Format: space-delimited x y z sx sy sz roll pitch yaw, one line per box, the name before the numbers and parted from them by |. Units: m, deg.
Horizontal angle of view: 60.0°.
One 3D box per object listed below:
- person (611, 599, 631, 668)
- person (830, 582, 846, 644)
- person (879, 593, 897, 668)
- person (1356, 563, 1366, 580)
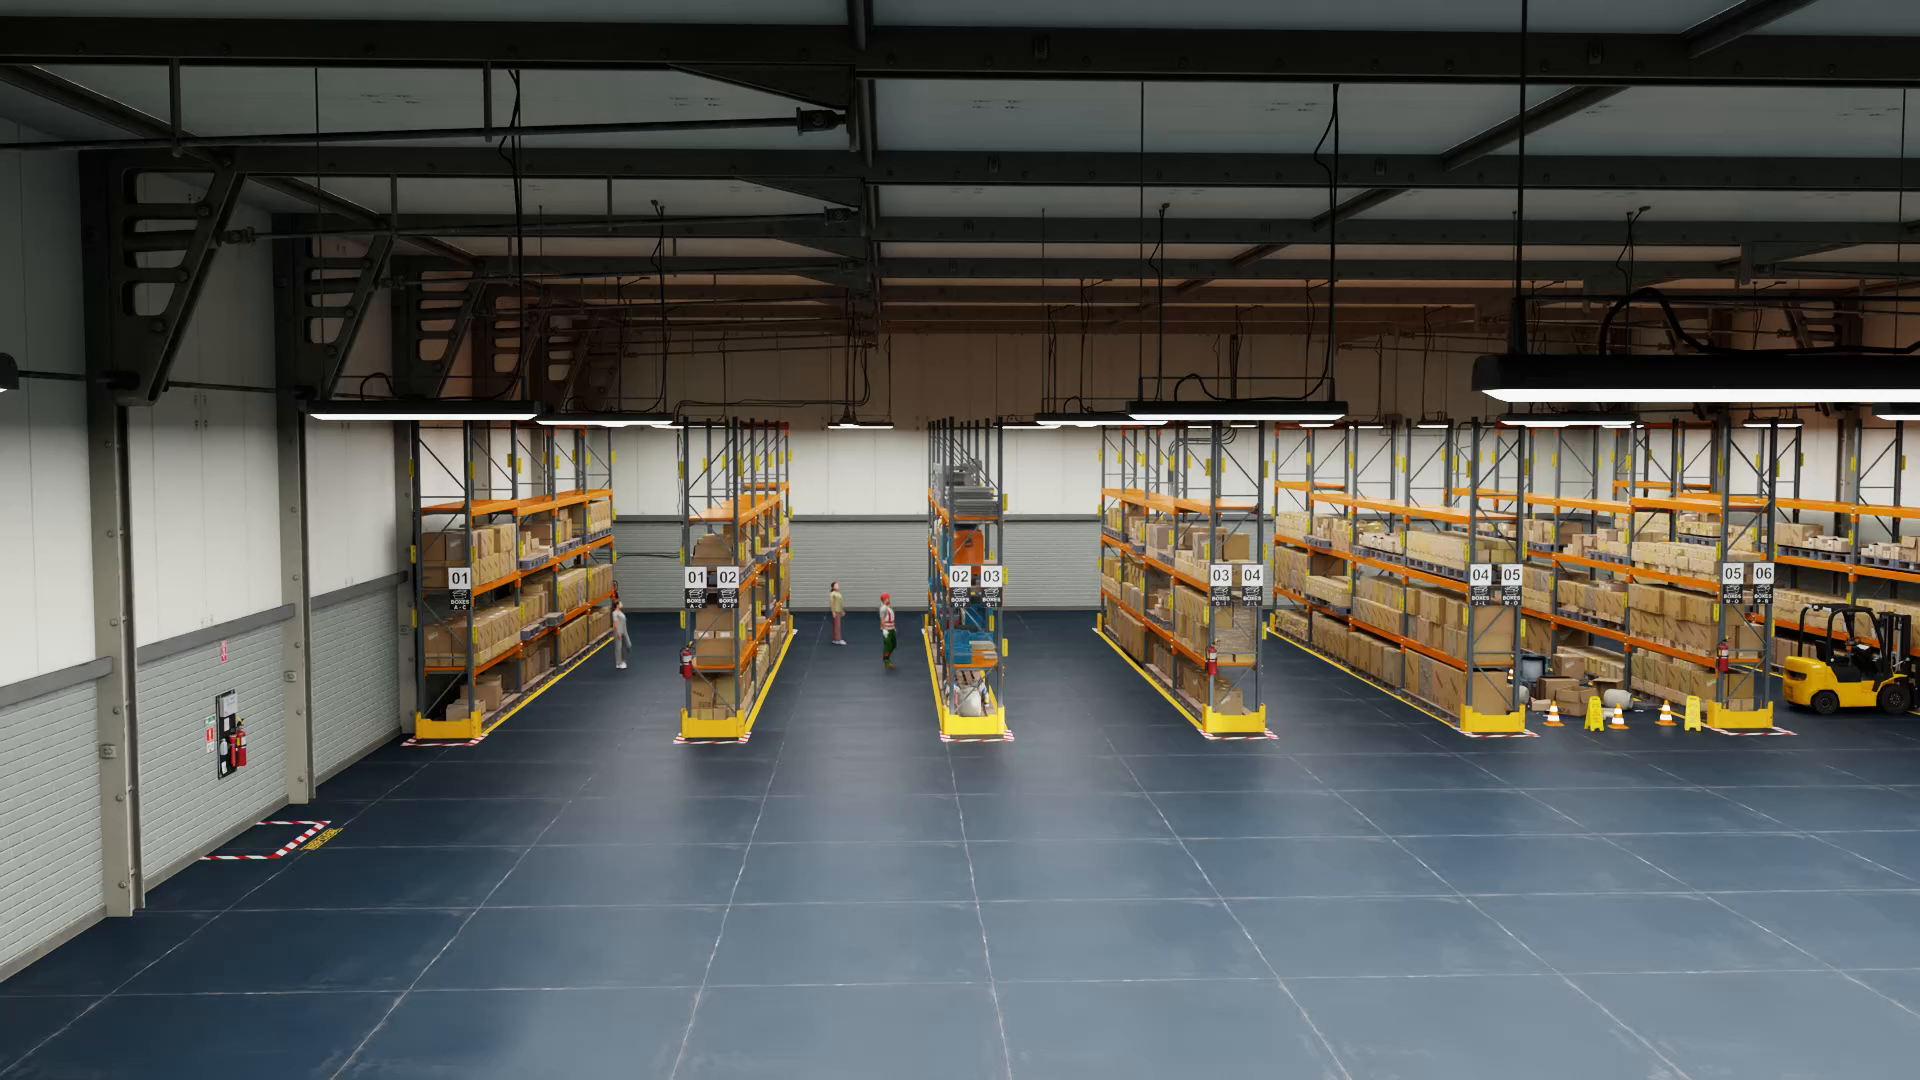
person | -8.232 2.270 40.326 0.420 1.671 0.500 2 4 27
person | -3.290 1.967 44.985 0.458 1.673 0.500 1 4 9
person | -1.741 2.185 40.418 0.517 1.792 0.626 1 4 20
person | 12.018 1.578 50.362 0.557 1.756 0.546 -2 4 -26
